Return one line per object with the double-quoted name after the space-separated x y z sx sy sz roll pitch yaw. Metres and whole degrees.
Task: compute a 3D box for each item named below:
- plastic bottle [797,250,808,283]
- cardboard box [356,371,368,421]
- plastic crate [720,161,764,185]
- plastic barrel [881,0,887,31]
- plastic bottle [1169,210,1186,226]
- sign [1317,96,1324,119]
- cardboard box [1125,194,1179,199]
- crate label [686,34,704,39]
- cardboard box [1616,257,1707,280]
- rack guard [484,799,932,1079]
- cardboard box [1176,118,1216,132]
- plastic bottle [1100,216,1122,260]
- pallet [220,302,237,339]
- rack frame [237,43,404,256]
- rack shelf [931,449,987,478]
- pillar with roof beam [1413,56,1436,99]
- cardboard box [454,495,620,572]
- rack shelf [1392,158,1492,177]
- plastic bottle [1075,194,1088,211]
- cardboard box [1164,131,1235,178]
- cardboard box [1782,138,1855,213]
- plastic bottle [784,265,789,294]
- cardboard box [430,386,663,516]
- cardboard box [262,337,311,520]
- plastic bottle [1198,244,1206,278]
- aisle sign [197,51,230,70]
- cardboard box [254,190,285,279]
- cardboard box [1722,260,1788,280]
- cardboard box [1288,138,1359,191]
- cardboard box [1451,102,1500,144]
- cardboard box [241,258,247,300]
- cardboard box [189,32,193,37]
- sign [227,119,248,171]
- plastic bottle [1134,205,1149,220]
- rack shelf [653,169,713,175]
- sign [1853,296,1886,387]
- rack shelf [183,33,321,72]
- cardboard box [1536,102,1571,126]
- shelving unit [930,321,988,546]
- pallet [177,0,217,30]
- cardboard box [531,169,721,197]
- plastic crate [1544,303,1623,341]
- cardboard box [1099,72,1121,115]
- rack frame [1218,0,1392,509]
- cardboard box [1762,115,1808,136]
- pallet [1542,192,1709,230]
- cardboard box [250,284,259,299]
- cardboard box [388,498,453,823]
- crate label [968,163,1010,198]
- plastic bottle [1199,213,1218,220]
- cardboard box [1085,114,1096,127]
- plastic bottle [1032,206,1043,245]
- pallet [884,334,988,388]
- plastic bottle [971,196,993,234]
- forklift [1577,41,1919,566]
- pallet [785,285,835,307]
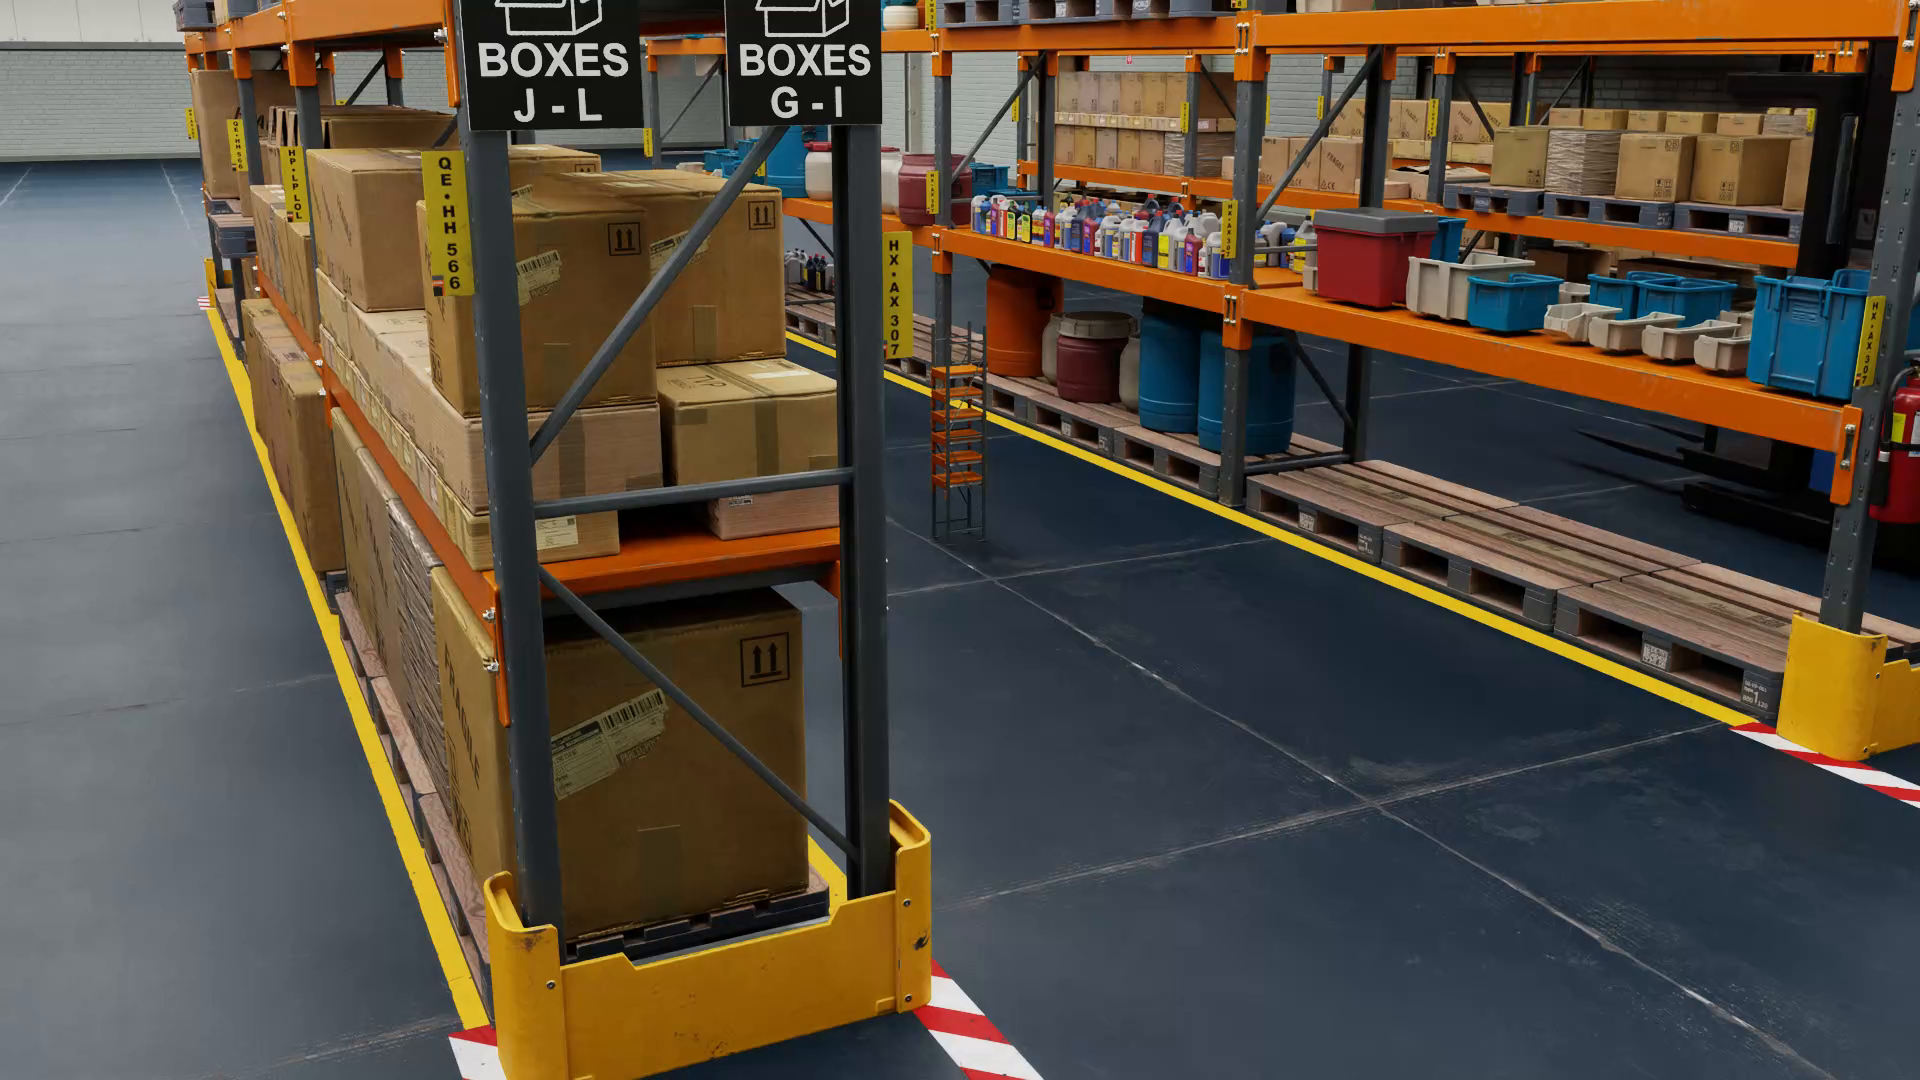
-1.725 -3.027 18.366 0.144 0.351 0.185 -8 18 -25 "plastic bottle"
-2.024 -0.549 6.180 0.380 0.149 0.250 -7 18 -24 "cardboard box"
-2.204 -3.857 17.521 0.499 0.251 0.616 -8 18 -25 "plastic crate"
-0.484 -4.945 14.697 0.600 0.901 0.708 -8 18 -25 "plastic barrel"
1.382 -1.931 10.630 0.144 0.351 0.185 -8 18 -25 "plastic bottle"
5.191 -6.226 23.939 0.100 0.325 0.005 -8 18 -25 "sign"
2.399 -4.049 20.787 0.500 0.500 0.500 -8 18 -25 "cardboard box"
-2.704 -5.544 17.965 0.502 0.251 0.408 -8 18 -25 "crate label"
5.833 -2.192 13.827 0.500 0.250 0.500 -8 18 -26 "cardboard box"
-0.660 1.095 4.528 1.175 0.500 0.348 -8 18 -25 "rack guard"
2.668 -4.685 18.783 0.380 0.149 0.250 -8 18 -25 "cardboard box"
1.025 -2.008 11.036 0.152 0.276 0.135 -8 18 -25 "plastic bottle"
-6.792 -2.213 16.579 1.003 0.211 1.213 -8 18 -25 "pallet"
-4.175 -2.096 11.117 1.000 3.000 0.127 -8 18 -25 "rack frame"
-0.006 -0.422 9.143 0.258 0.103 0.180 -8 18 -25 "rack shelf"
2.893 -8.170 21.406 9.100 9.000 0.400 -8 18 -25 "pillar with roof beam"
-1.122 -0.040 4.408 0.380 0.149 0.250 -7 18 -24 "cardboard box"
6.555 -5.034 22.658 1.077 0.370 4.000 -8 18 -25 "rack shelf"
0.939 -2.532 12.849 0.061 0.283 0.133 -8 18 -25 "plastic bottle"
2.779 -4.441 19.108 0.700 0.500 0.500 -8 18 -26 "cardboard box"
6.478 -2.695 12.260 0.500 0.500 0.700 15 22 42 "cardboard box"
-1.887 -2.767 17.459 0.144 0.351 0.185 -8 18 -25 "plastic bottle"
-1.121 -0.271 4.491 0.500 0.250 0.500 -8 18 -26 "cardboard box"
-3.113 -0.662 9.212 1.225 0.875 0.875 -8 18 -27 "cardboard box"
1.491 -1.691 10.067 0.097 0.201 0.097 0 16 0 "plastic bottle"
-7.977 -5.308 17.598 0.394 0.787 0.004 -8 18 -25 "aisle sign"
-3.979 -1.863 10.124 0.500 0.500 0.500 -8 18 -26 "cardboard box"
8.821 -3.074 18.258 0.700 0.500 0.500 -7 18 -24 "cardboard box"
3.751 -3.885 17.169 0.500 0.500 0.500 -8 18 -25 "cardboard box"
6.722 -5.384 21.452 0.500 0.500 0.500 -8 18 -25 "cardboard box"
-7.129 -2.779 17.267 0.500 0.500 0.500 -3 16 -10 "cardboard box"
-7.256 -5.048 16.238 0.500 0.250 0.500 -8 18 -25 "cardboard box"
-4.659 -2.547 10.731 0.100 0.325 0.005 -8 18 -25 "sign"
1.290 -2.243 11.841 0.061 0.283 0.133 -8 18 -25 "plastic bottle"
-2.351 -3.836 18.486 1.077 0.370 4.000 -8 18 -25 "rack shelf"
3.295 -0.719 6.022 0.100 0.325 0.005 -8 18 -25 "sign"
-6.804 -4.680 15.986 1.077 0.370 4.000 -8 18 -25 "rack shelf"
7.413 -5.323 21.239 0.500 0.500 0.500 -8 18 -26 "cardboard box"
-0.006 -0.580 9.098 0.258 1.200 0.189 -8 18 -25 "shelving unit"
-5.296 -4.017 12.712 1.213 0.211 1.003 -8 18 -25 "pallet"
-1.089 -0.947 5.486 0.500 0.500 0.500 -8 18 -26 "cardboard box"
2.858 -1.004 7.681 0.298 0.136 0.250 -8 18 -25 "plastic crate"
2.120 -5.438 20.230 0.700 0.500 0.500 -8 18 -25 "cardboard box"
2.030 -1.703 9.746 1.000 3.000 0.127 -8 18 -25 "rack frame"
8.968 -4.267 17.702 0.700 0.500 0.500 -10 19 -31 "cardboard box"
5.588 -2.718 13.633 1.003 0.211 1.213 -8 18 -25 "pallet"
-5.678 -1.943 14.317 0.700 0.500 0.500 -9 18 -29 "cardboard box"
-1.421 0.332 5.745 0.875 0.875 0.875 -8 18 -25 "cardboard box"
0.085 -2.991 14.170 0.502 0.435 0.616 -8 18 -25 "crate label"
1.662 -2.091 11.324 0.152 0.276 0.135 -8 18 -25 "plastic bottle"
1.771 -5.193 20.552 0.380 0.149 0.250 -8 18 -26 "cardboard box"
0.565 -2.249 11.884 0.097 0.271 0.097 0 16 0 "plastic bottle"
-0.027 -1.551 14.273 1.003 0.211 1.213 -8 18 -25 "pallet"
0.176 -2.489 12.709 0.152 0.276 0.135 -8 18 -25 "plastic bottle"
4.951 -1.565 9.392 1.130 2.935 3.031 -7 17 -22 "forklift"
-1.732 -2.518 17.641 1.003 0.211 1.213 -8 18 -25 "pallet"
